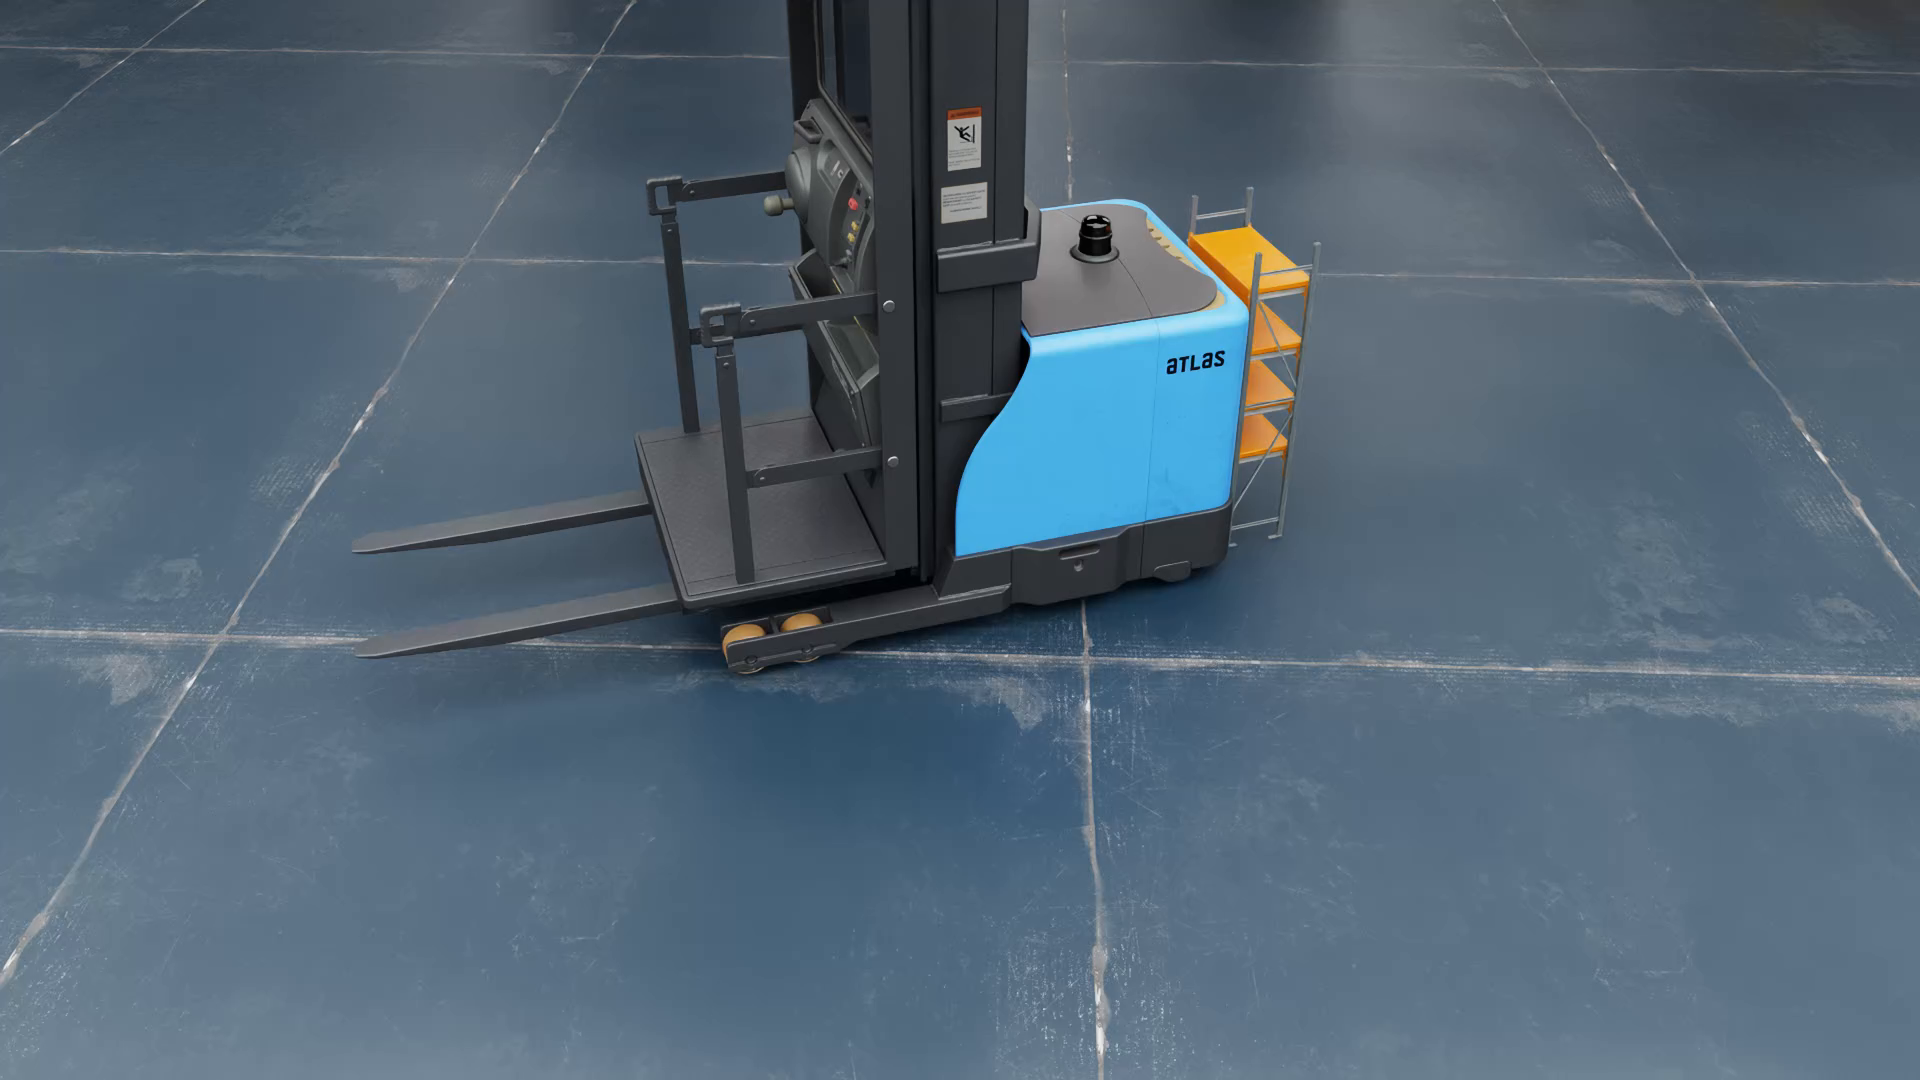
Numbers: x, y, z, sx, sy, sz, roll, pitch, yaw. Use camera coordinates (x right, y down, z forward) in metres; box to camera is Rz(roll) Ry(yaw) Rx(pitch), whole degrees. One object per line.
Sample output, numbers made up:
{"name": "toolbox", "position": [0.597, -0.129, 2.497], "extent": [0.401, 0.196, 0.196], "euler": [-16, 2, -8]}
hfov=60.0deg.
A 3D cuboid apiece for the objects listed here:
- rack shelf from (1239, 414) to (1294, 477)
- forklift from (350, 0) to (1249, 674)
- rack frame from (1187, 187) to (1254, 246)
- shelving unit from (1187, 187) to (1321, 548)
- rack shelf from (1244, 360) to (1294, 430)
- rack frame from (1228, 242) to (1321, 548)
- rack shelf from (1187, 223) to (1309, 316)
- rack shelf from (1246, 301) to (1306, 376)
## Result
{"name": "rack shelf", "position": [1.016, -0.399, 6.236], "extent": [0.258, 0.148, 0.480], "euler": [-11, 37, -16]}
{"name": "forklift", "position": [-0.599, -1.089, 5.251], "extent": [3.031, 2.935, 1.130], "euler": [-10, 36, -14]}
{"name": "rack frame", "position": [0.936, -0.749, 6.272], "extent": [0.240, 1.200, 0.015], "euler": [-11, 37, -16]}
{"name": "shelving unit", "position": [1.016, -0.616, 6.083], "extent": [0.258, 1.200, 0.503], "euler": [-11, 37, -16]}
{"name": "rack shelf", "position": [1.016, -0.561, 6.122], "extent": [0.258, 0.148, 0.480], "euler": [-11, 37, -16]}
{"name": "rack frame", "position": [1.096, -0.484, 5.895], "extent": [0.240, 1.200, 0.015], "euler": [-11, 37, -16]}
{"name": "rack shelf", "position": [1.016, -0.938, 5.857], "extent": [0.258, 0.148, 0.480], "euler": [-11, 37, -16]}
{"name": "rack shelf", "position": [1.016, -0.744, 5.993], "extent": [0.258, 0.148, 0.480], "euler": [-11, 37, -16]}
